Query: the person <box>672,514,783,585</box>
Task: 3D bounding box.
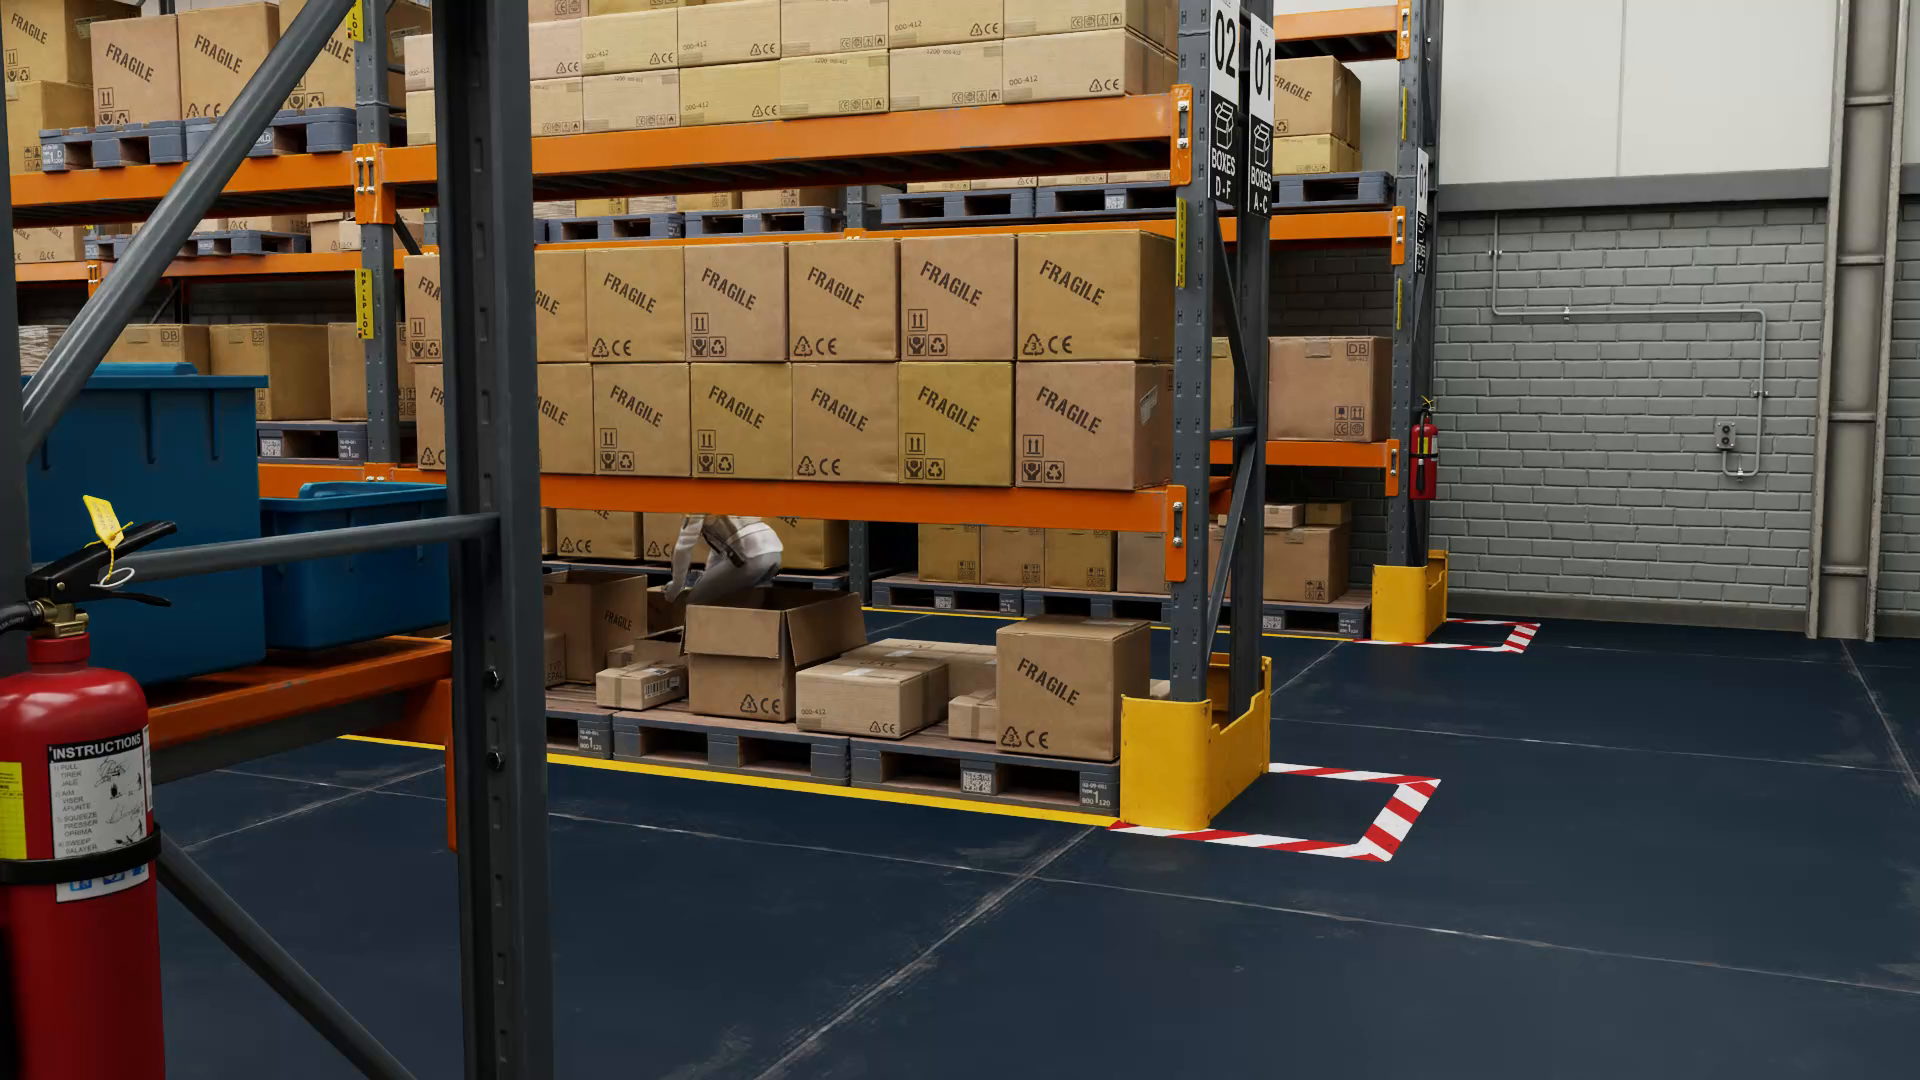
[{"bbox_3d":[-1.368,-0.037,9.859,0.595,0.612,0.532,2,6,24],"label":"person"}]
